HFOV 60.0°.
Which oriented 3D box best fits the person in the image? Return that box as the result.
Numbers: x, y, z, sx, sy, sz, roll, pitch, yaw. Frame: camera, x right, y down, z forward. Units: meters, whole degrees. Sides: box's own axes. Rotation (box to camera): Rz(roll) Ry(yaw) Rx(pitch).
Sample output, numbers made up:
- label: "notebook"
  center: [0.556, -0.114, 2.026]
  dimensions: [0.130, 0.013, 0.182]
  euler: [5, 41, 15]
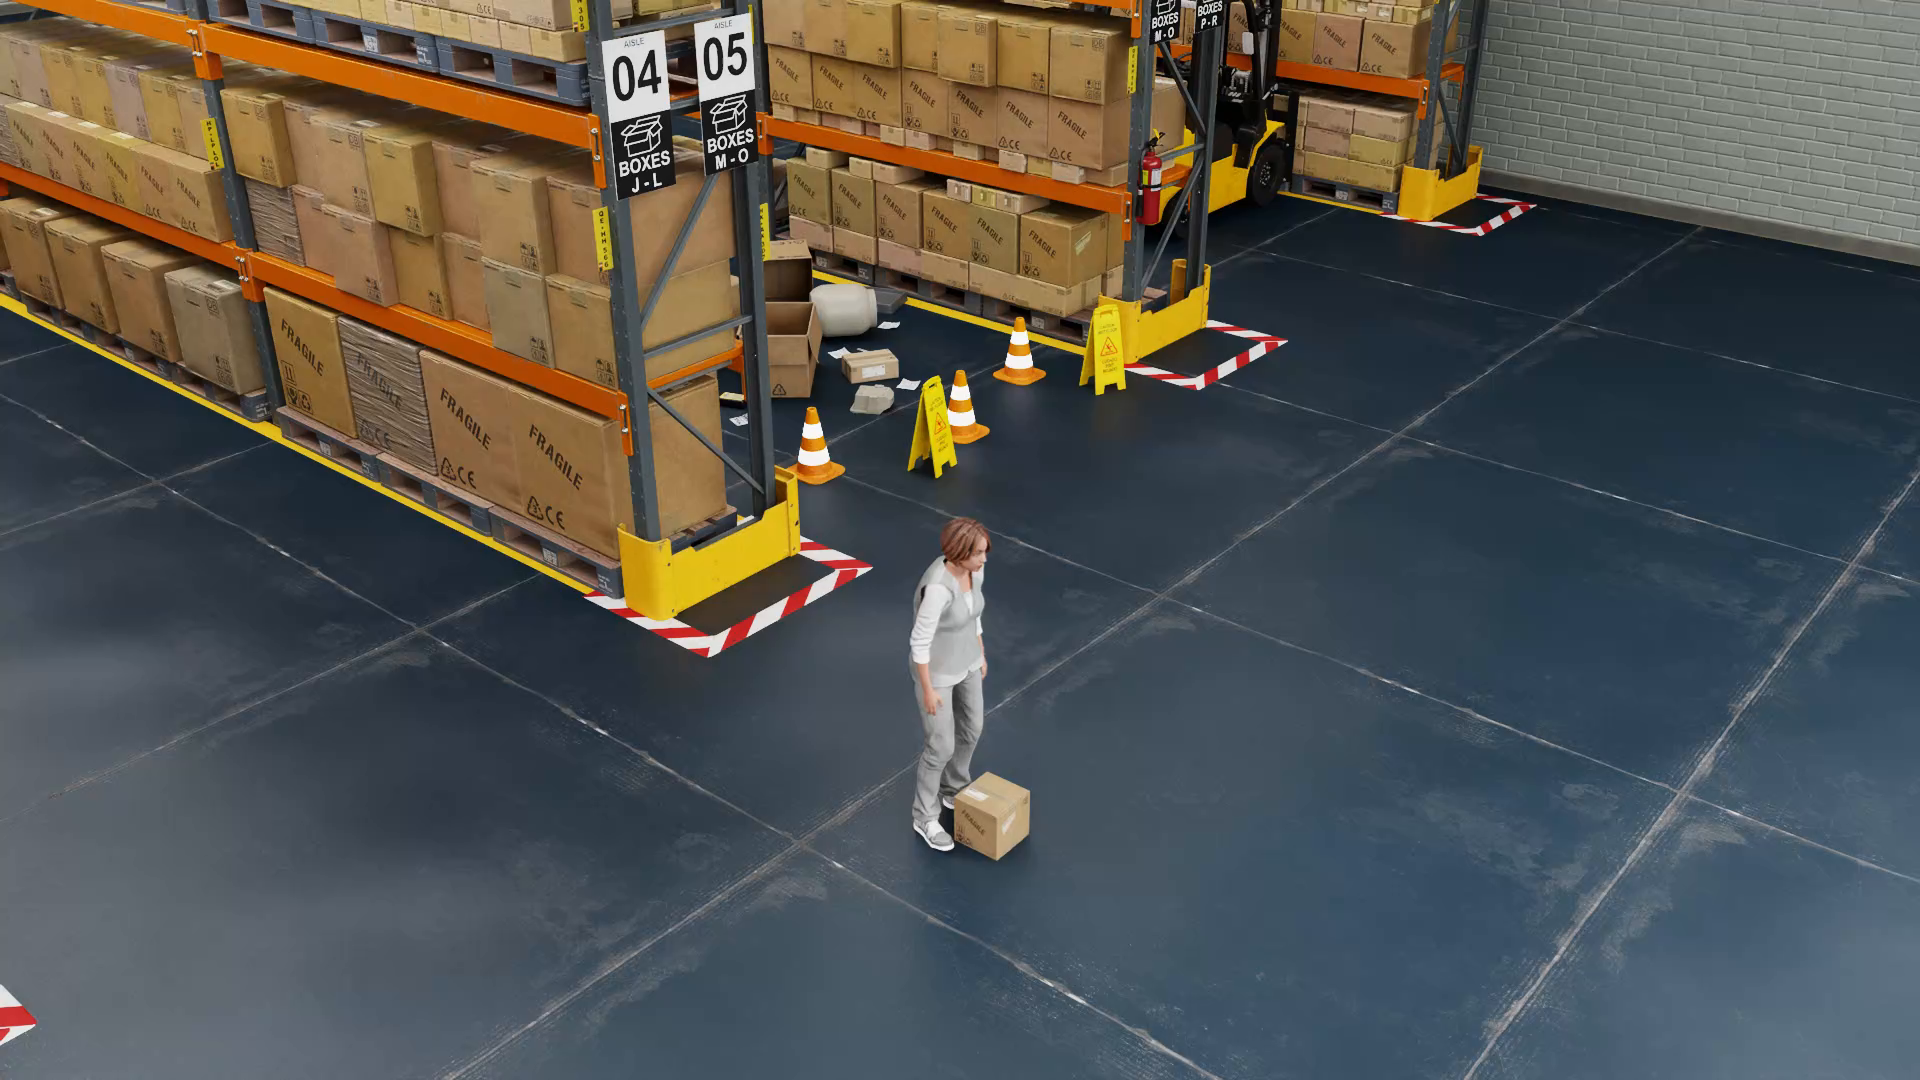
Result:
- label: "person"
  center: [-0.042, 0.614, 7.479]
  dimensions: [0.345, 1.580, 0.478]
  euler: [19, 33, 32]
